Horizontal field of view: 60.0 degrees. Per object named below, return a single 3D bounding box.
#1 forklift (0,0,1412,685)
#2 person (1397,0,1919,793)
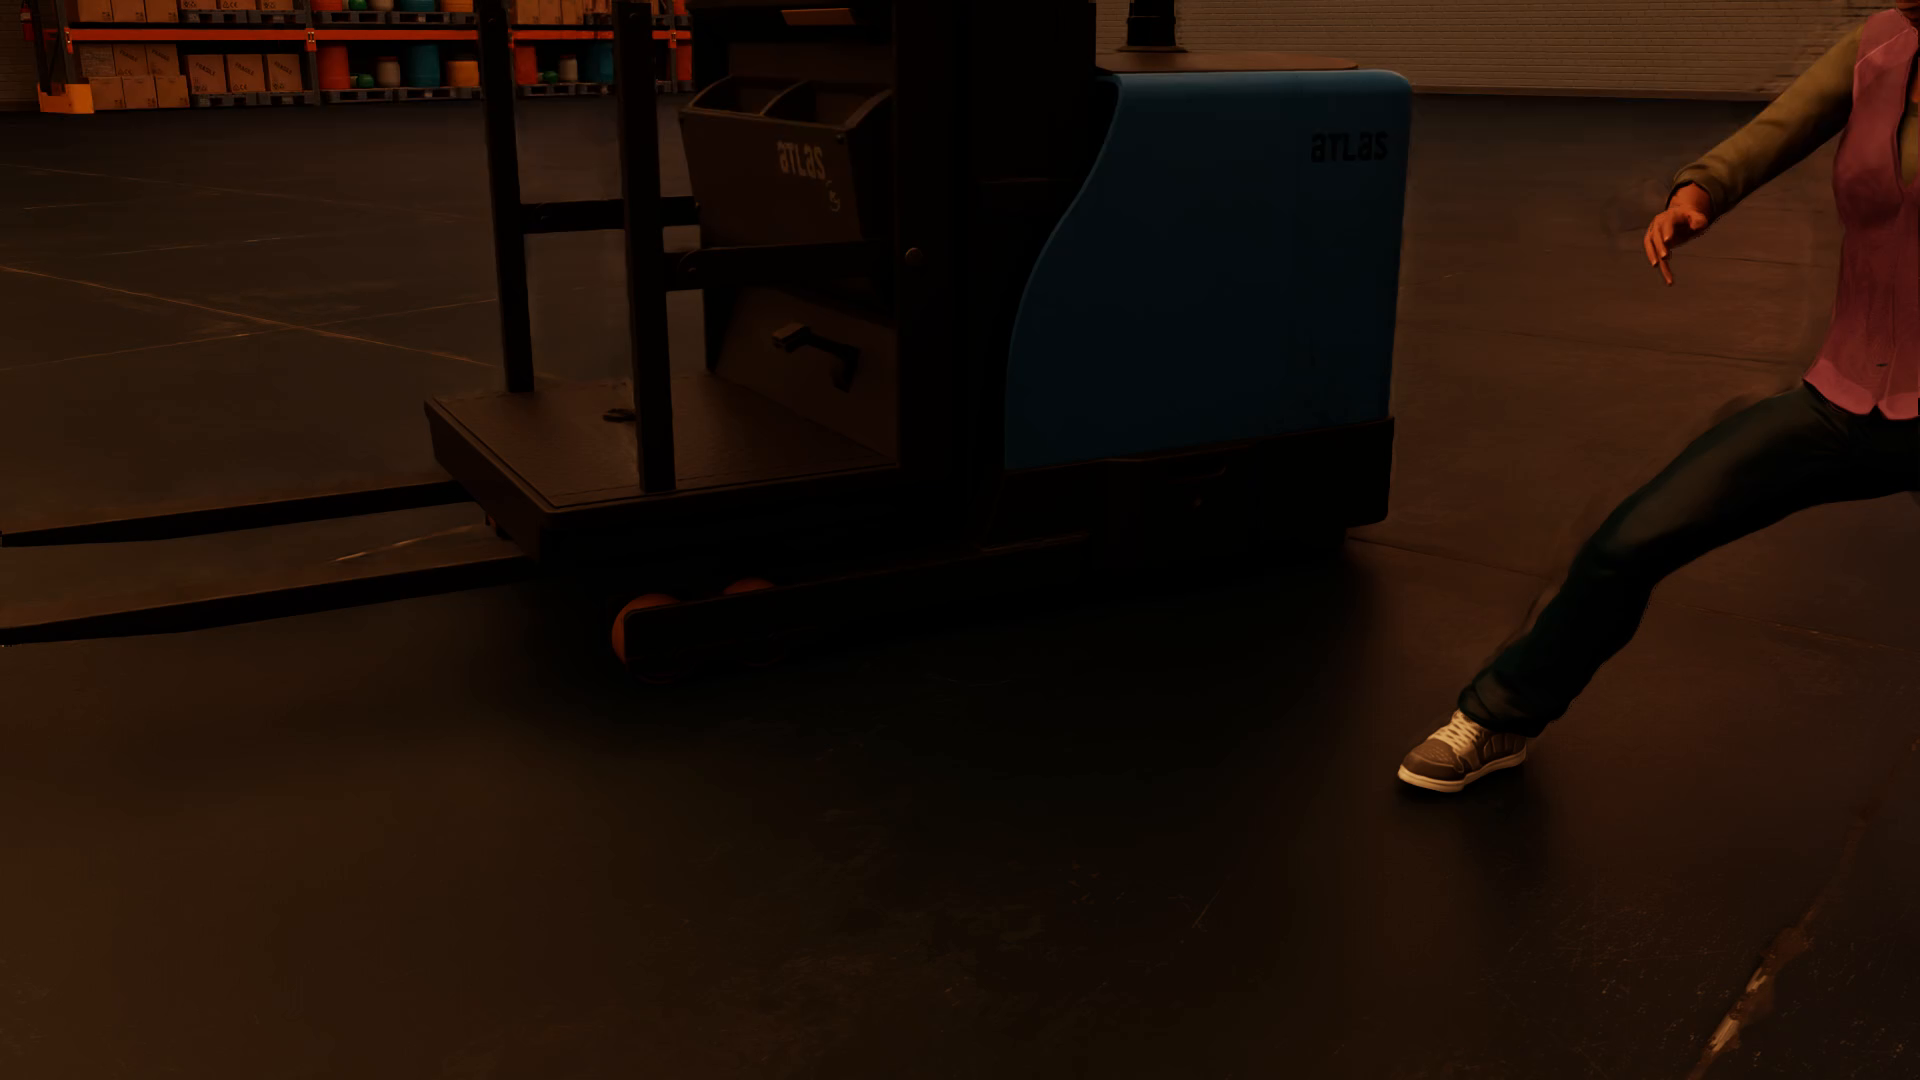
[{"bbox_3d":[-0.546,-1.311,3.214,3.031,2.935,1.130,-9,19,-27],"label":"forklift"},{"bbox_3d":[1.198,-0.175,2.158,0.610,1.371,1.088,-9,19,-28],"label":"person"}]
